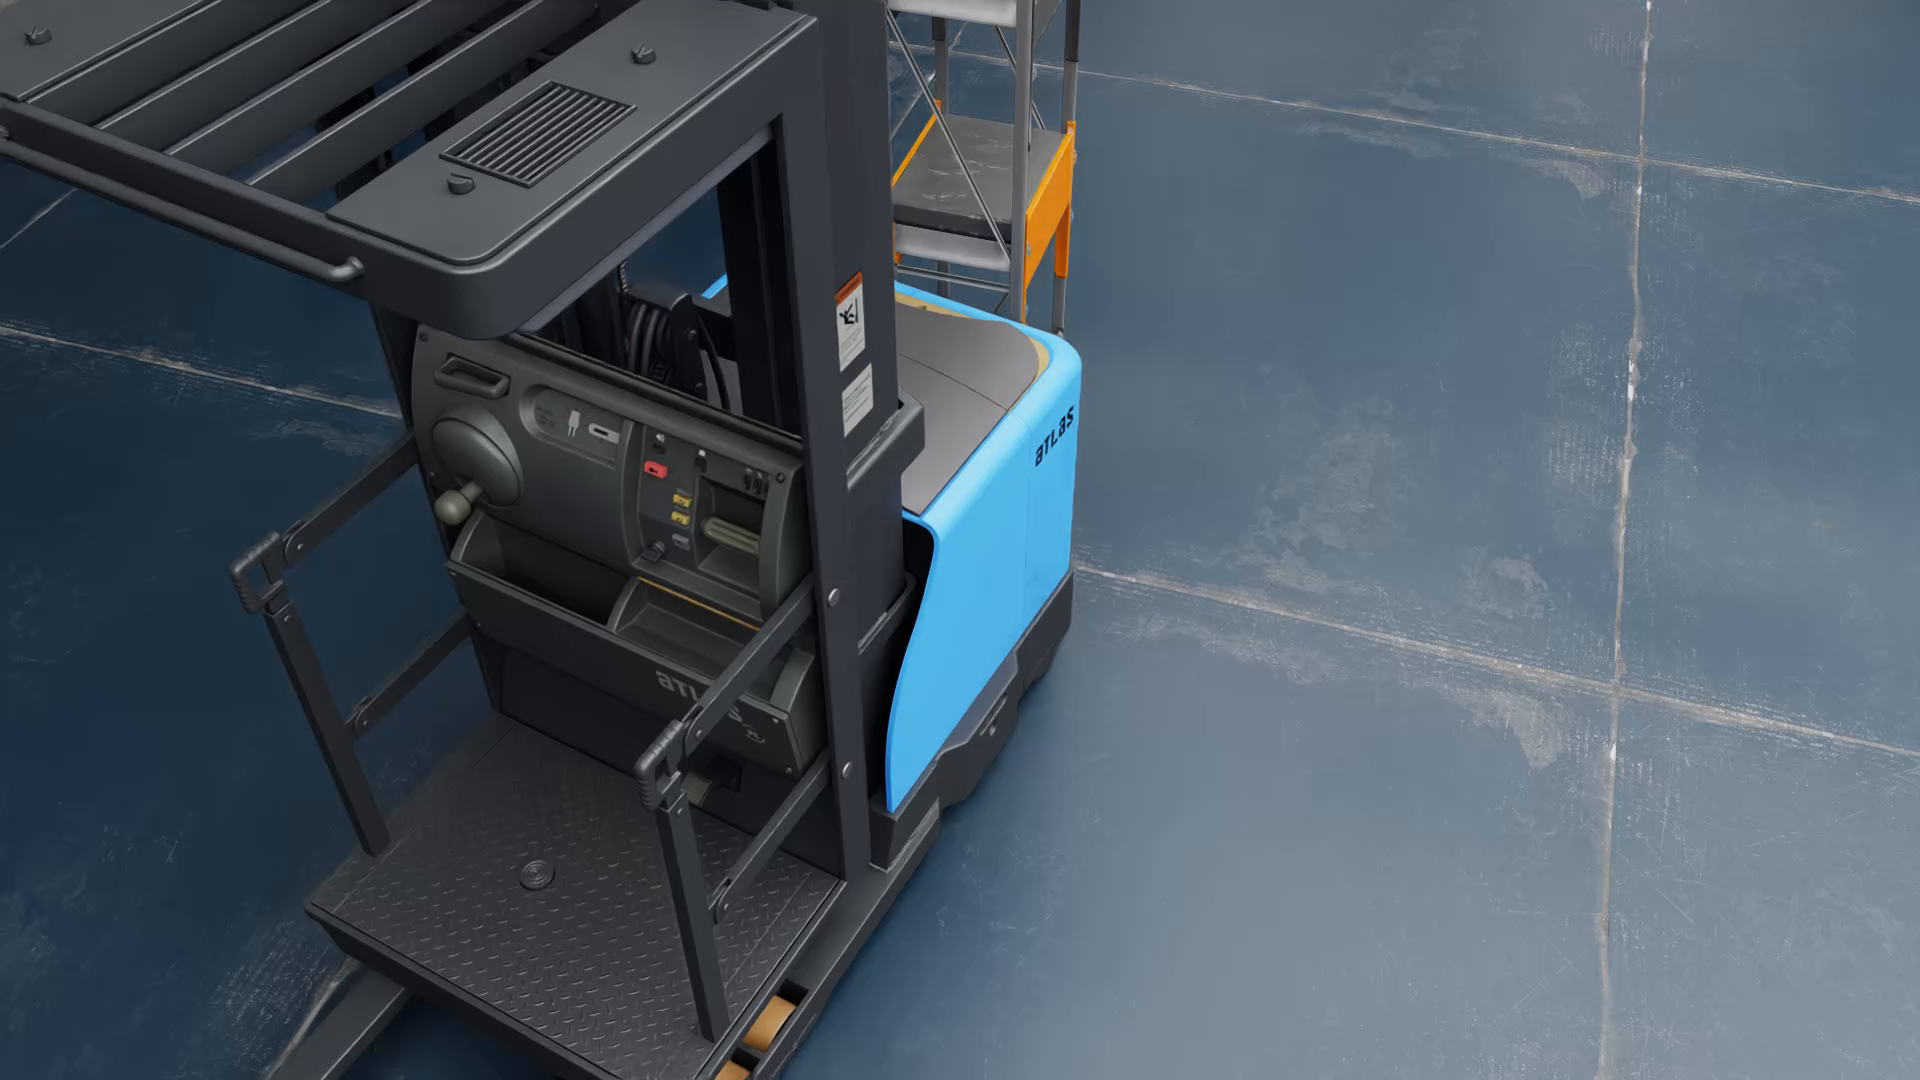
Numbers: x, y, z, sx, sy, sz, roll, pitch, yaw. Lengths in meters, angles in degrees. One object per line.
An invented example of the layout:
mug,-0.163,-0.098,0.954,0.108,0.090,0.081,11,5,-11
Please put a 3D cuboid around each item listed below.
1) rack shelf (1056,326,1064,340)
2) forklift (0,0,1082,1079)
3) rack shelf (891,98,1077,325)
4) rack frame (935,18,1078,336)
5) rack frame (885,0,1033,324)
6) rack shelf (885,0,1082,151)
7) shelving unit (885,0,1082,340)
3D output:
rack shelf,0.050,-0.351,5.128,0.431,0.518,0.480,13,46,13
forklift,-0.835,-0.048,3.203,1.130,2.935,3.031,21,48,20
rack shelf,0.050,-0.851,4.638,0.431,0.518,0.480,13,46,13
rack frame,0.124,-1.023,4.795,0.400,2.100,0.015,13,46,13
rack frame,-0.024,-0.698,4.462,0.400,2.100,0.015,13,46,13
rack shelf,0.050,-1.351,4.148,0.431,0.518,0.480,13,46,13
shelving unit,0.050,-0.861,4.628,0.431,2.100,0.503,13,46,13
